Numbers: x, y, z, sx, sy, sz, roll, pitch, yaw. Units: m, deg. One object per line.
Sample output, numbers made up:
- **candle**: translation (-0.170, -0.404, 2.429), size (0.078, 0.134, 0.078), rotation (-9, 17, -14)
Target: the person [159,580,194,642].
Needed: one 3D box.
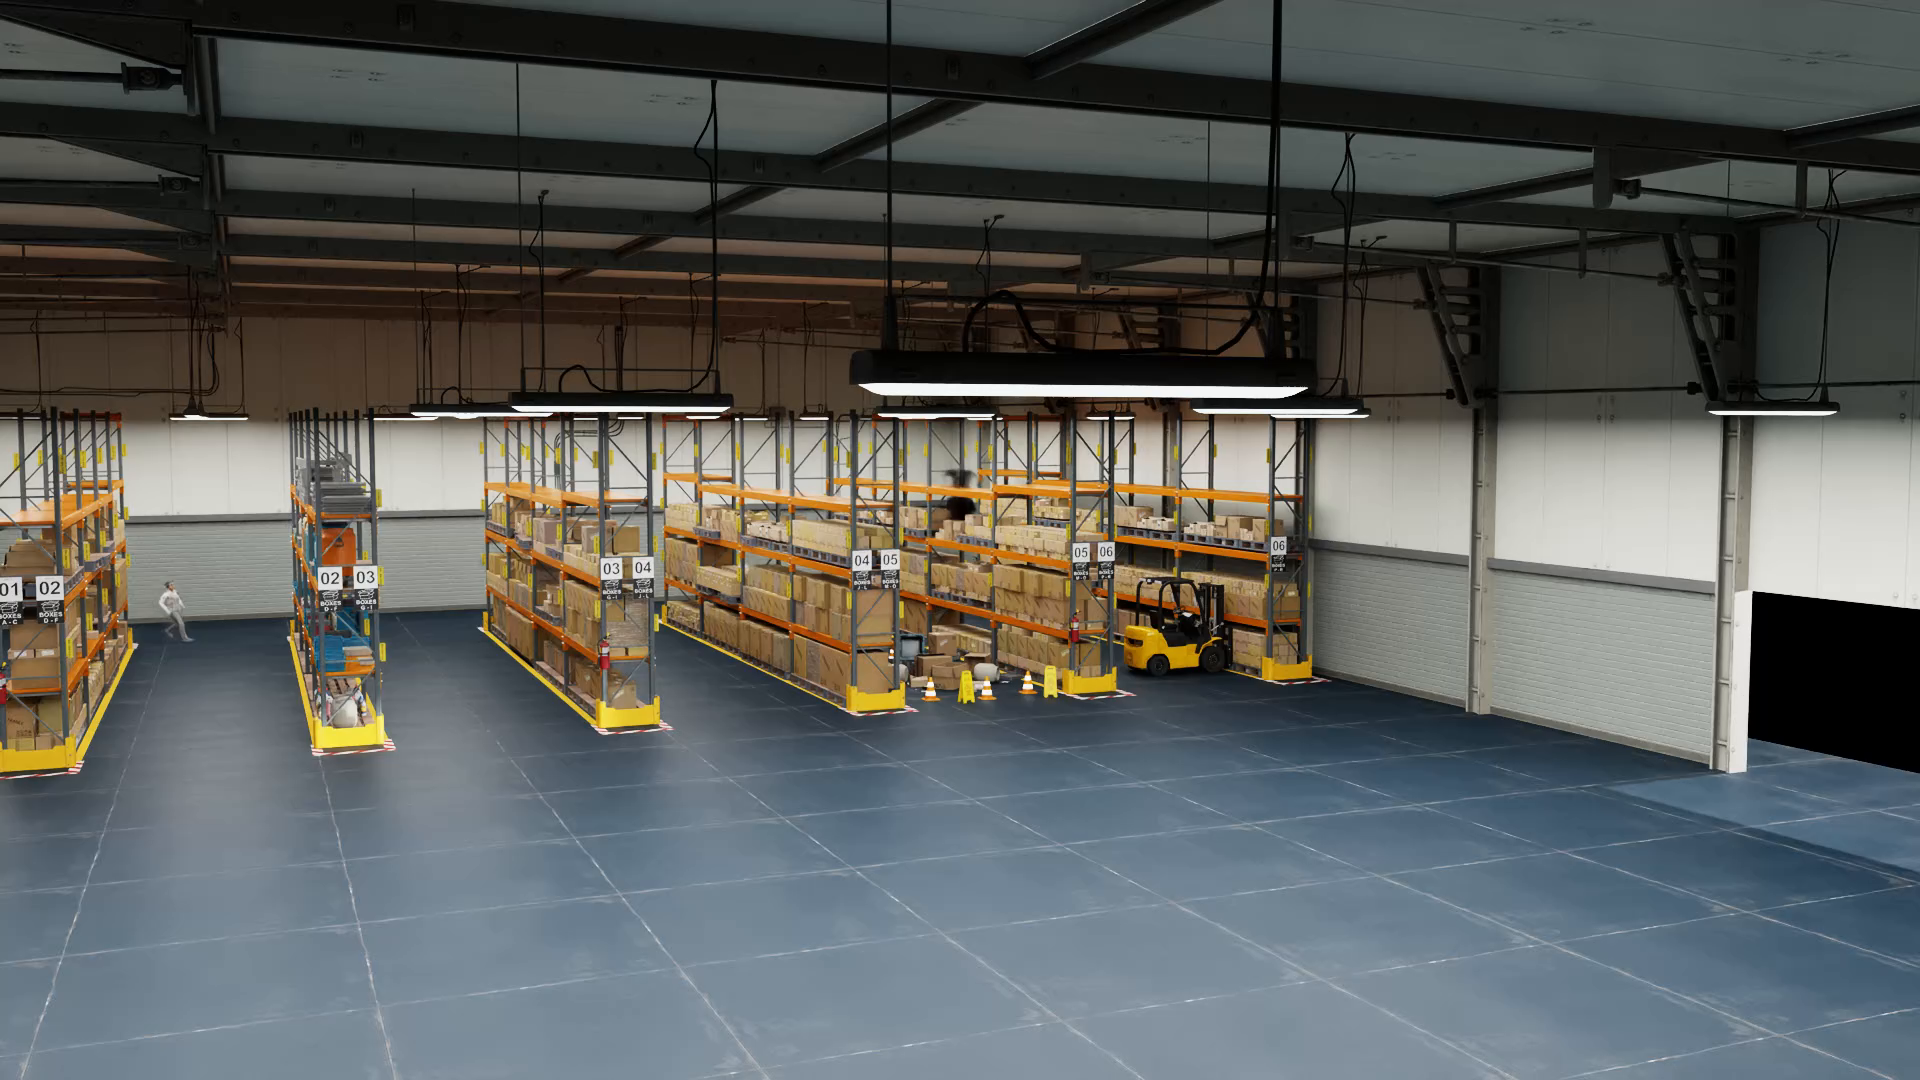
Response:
- **person**: translation (-20.547, 1.854, 43.421), size (0.848, 1.644, 0.674), rotation (1, 4, 11)
